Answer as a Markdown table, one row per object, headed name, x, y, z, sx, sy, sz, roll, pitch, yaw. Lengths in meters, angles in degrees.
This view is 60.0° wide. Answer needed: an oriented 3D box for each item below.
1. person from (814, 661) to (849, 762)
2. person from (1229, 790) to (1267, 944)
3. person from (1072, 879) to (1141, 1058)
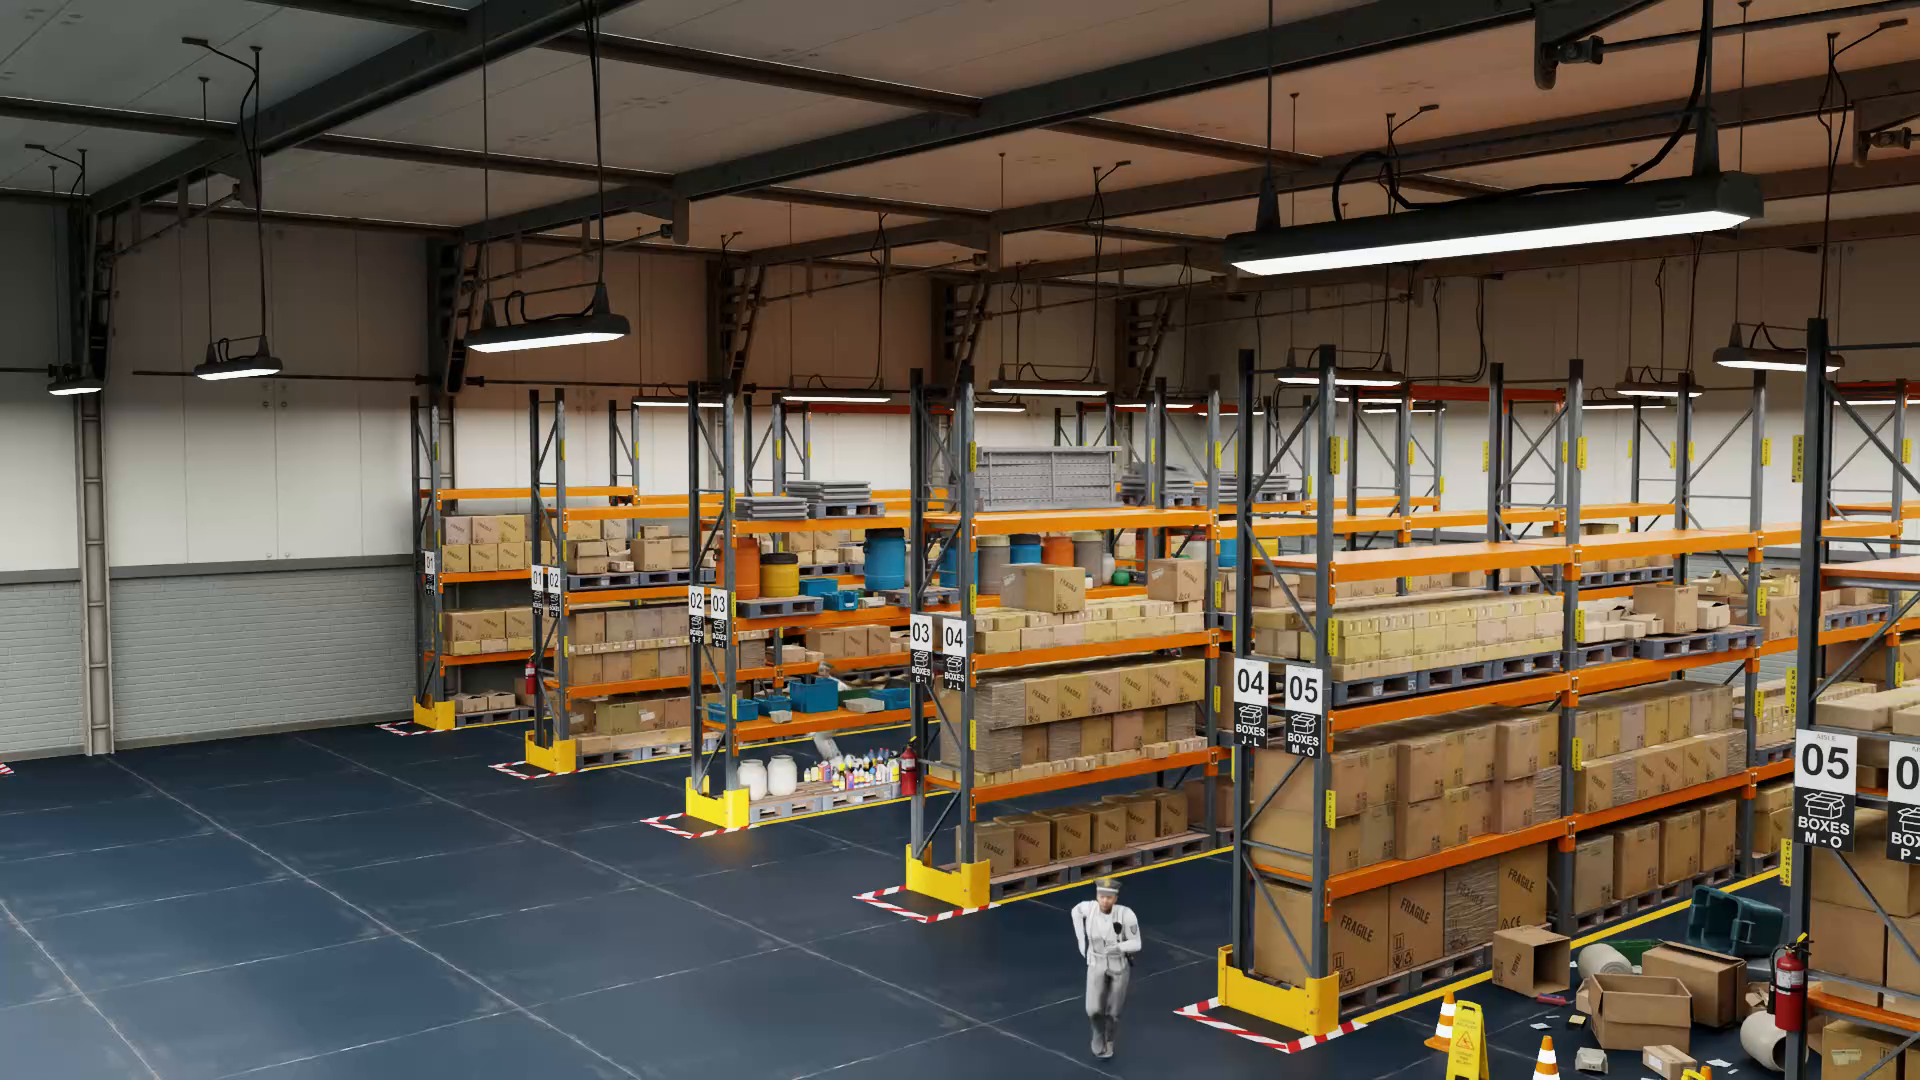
| name | x | y | z | sx | sy | sz | roll | pitch | yaw |
| --- | --- | --- | --- | --- | --- | --- | --- | --- | --- |
| person | -2.073 | 2.784 | 25.766 | 0.741 | 1.847 | 0.677 | -3 | 4 | -37 |
| person | 3.025 | 3.348 | 16.861 | 0.580 | 1.709 | 0.754 | 3 | 5 | 42 |
| person | 1.197 | 3.531 | 13.690 | 0.596 | 1.612 | 0.764 | 1 | 3 | 9 |
